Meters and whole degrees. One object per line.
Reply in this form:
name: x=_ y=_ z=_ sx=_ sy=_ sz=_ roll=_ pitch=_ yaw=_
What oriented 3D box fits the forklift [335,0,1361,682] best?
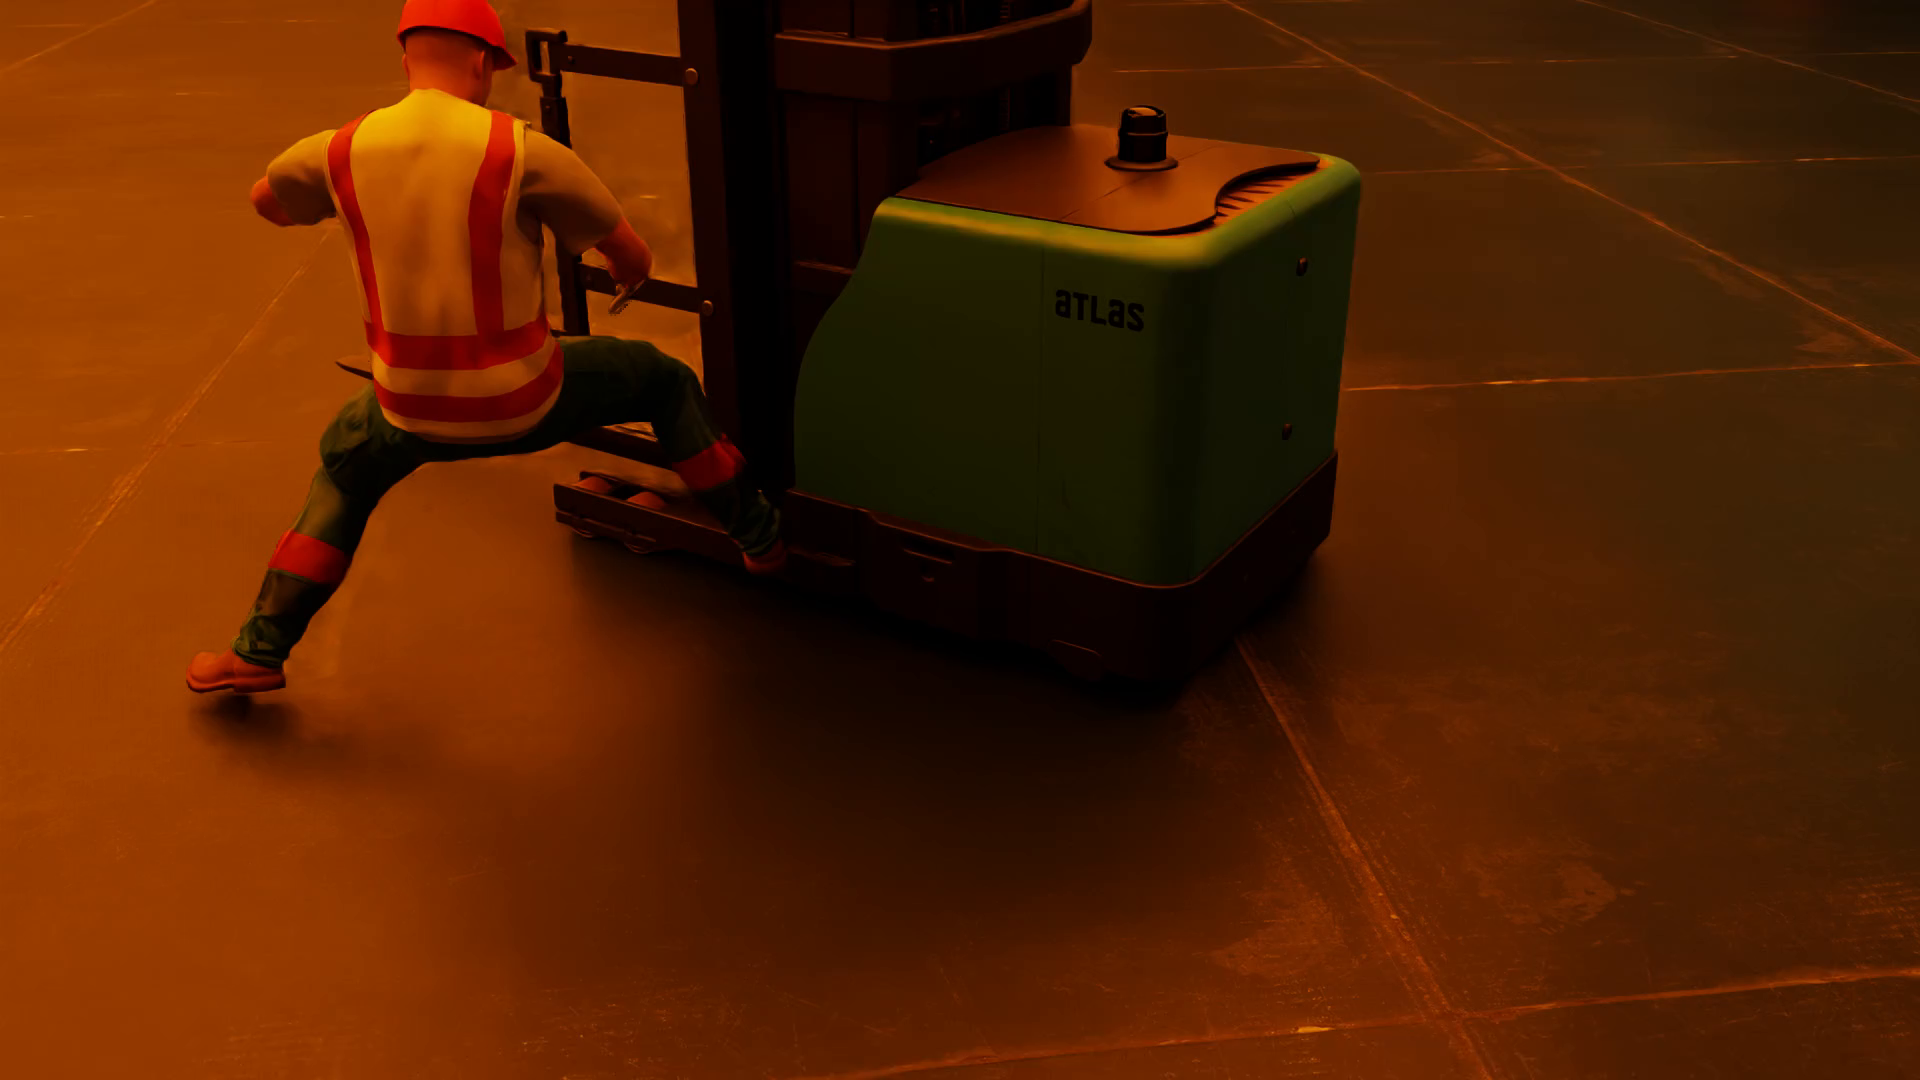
forklift: x=-0.522 y=-1.459 z=4.257 sx=3.031 sy=2.935 sz=1.130 roll=15 pitch=30 yaw=29

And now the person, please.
person: x=-1.100 y=-0.451 z=3.718 sx=1.313 sy=1.540 sz=0.846 roll=3 pitch=26 yaw=5
